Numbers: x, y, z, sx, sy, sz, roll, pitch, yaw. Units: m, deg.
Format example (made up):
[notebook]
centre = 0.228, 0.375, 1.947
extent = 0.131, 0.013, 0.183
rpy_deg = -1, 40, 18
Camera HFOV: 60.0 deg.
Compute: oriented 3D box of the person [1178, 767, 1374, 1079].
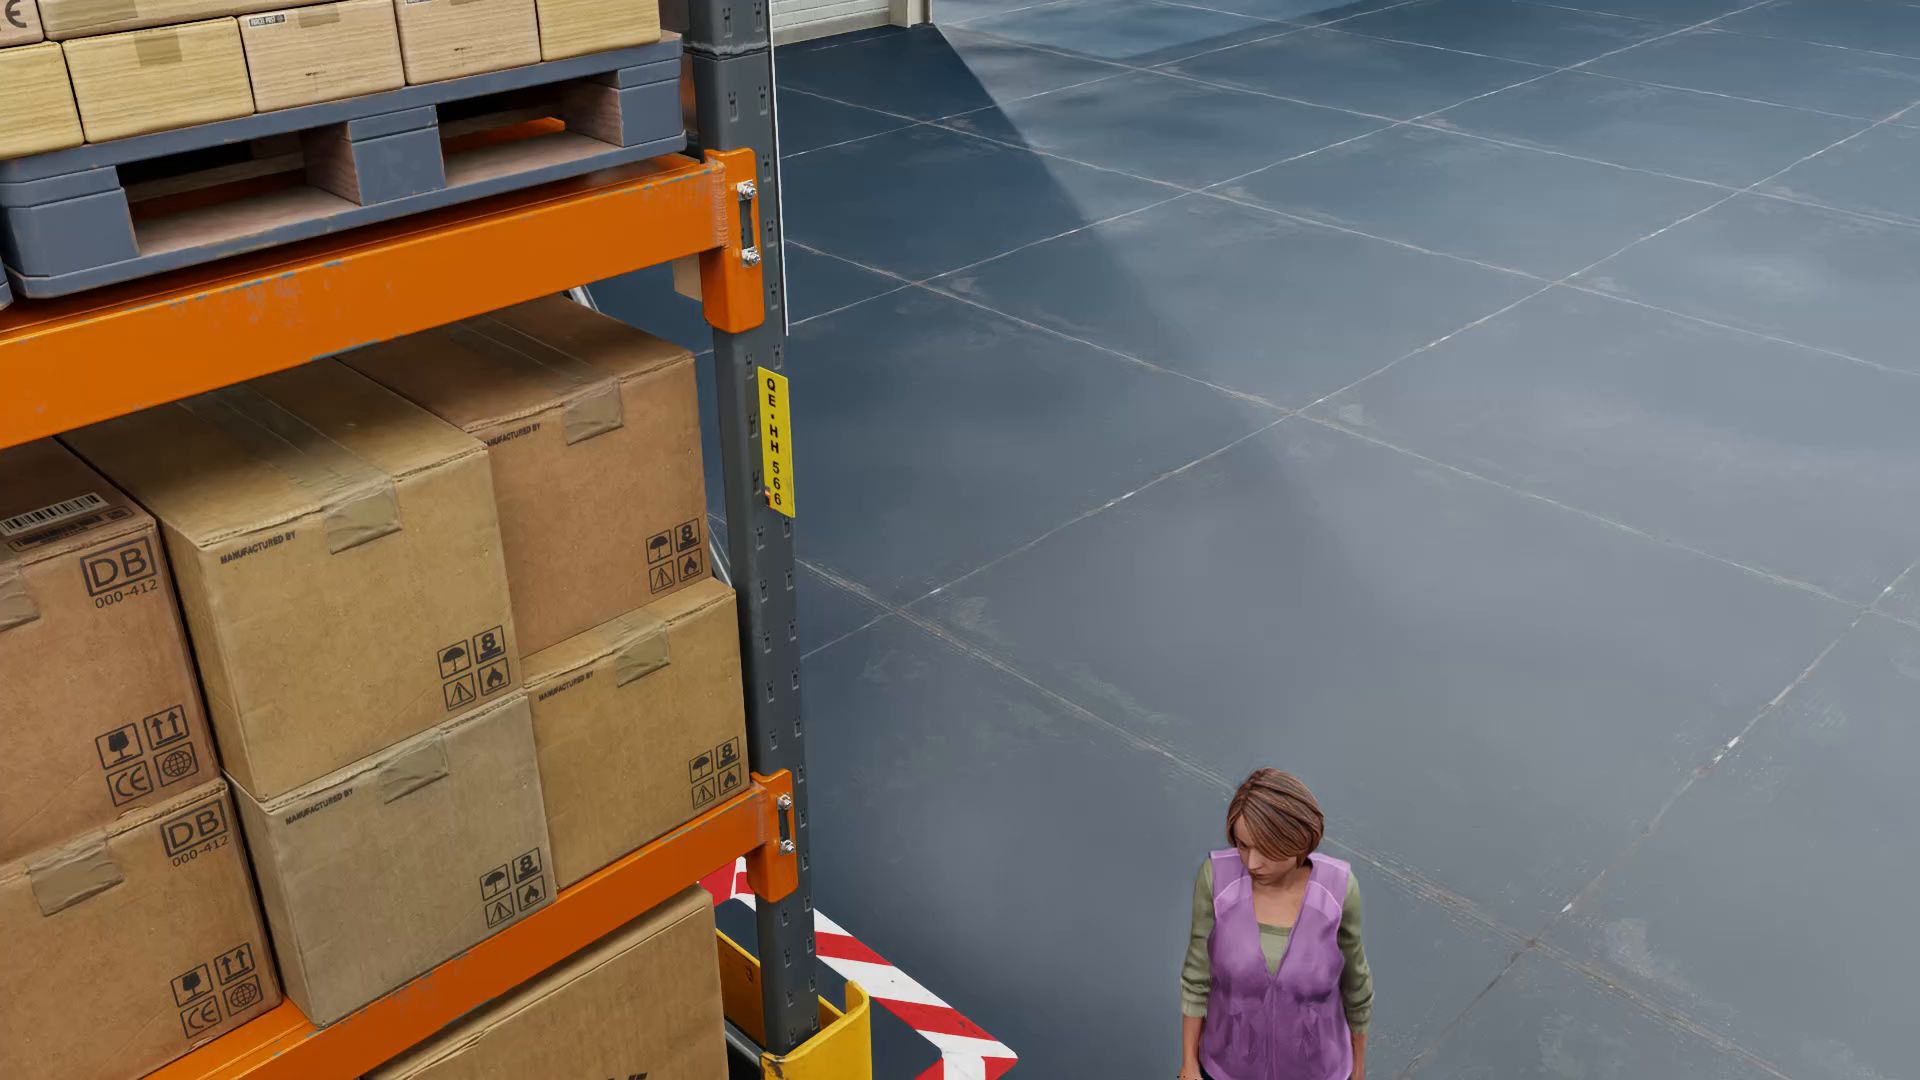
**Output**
[person]
centre = 0.727, 1.190, 3.893
extent = 0.444, 1.574, 0.607
rpy_deg = 4, 28, 7
